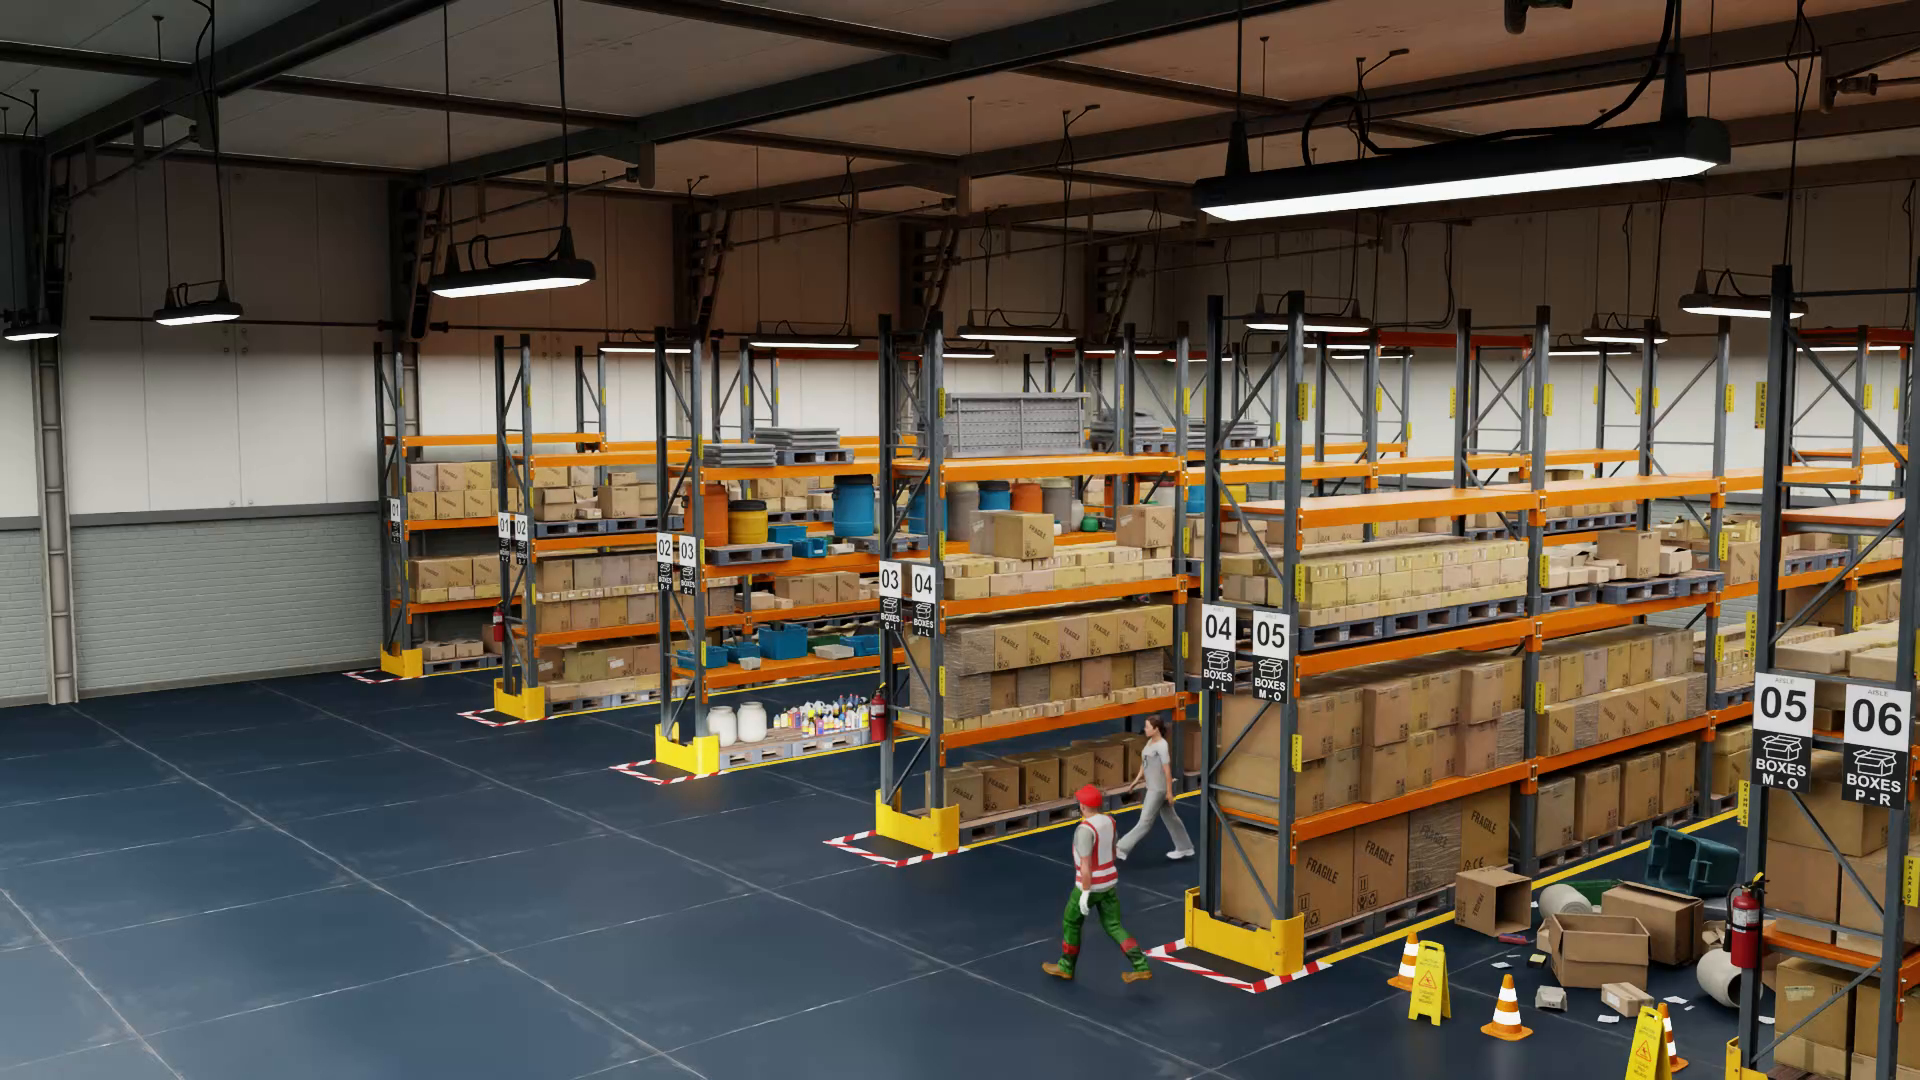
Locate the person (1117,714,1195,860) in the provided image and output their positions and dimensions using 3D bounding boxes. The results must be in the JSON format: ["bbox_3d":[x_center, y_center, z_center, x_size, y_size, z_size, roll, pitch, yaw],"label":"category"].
[{"bbox_3d":[2.050,2.692,18.110,1.074,1.614,0.466,0,5,-5],"label":"person"}]

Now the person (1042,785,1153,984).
[{"bbox_3d":[1.196,2.985,14.371,1.046,1.752,0.607,4,7,37],"label":"person"}]
